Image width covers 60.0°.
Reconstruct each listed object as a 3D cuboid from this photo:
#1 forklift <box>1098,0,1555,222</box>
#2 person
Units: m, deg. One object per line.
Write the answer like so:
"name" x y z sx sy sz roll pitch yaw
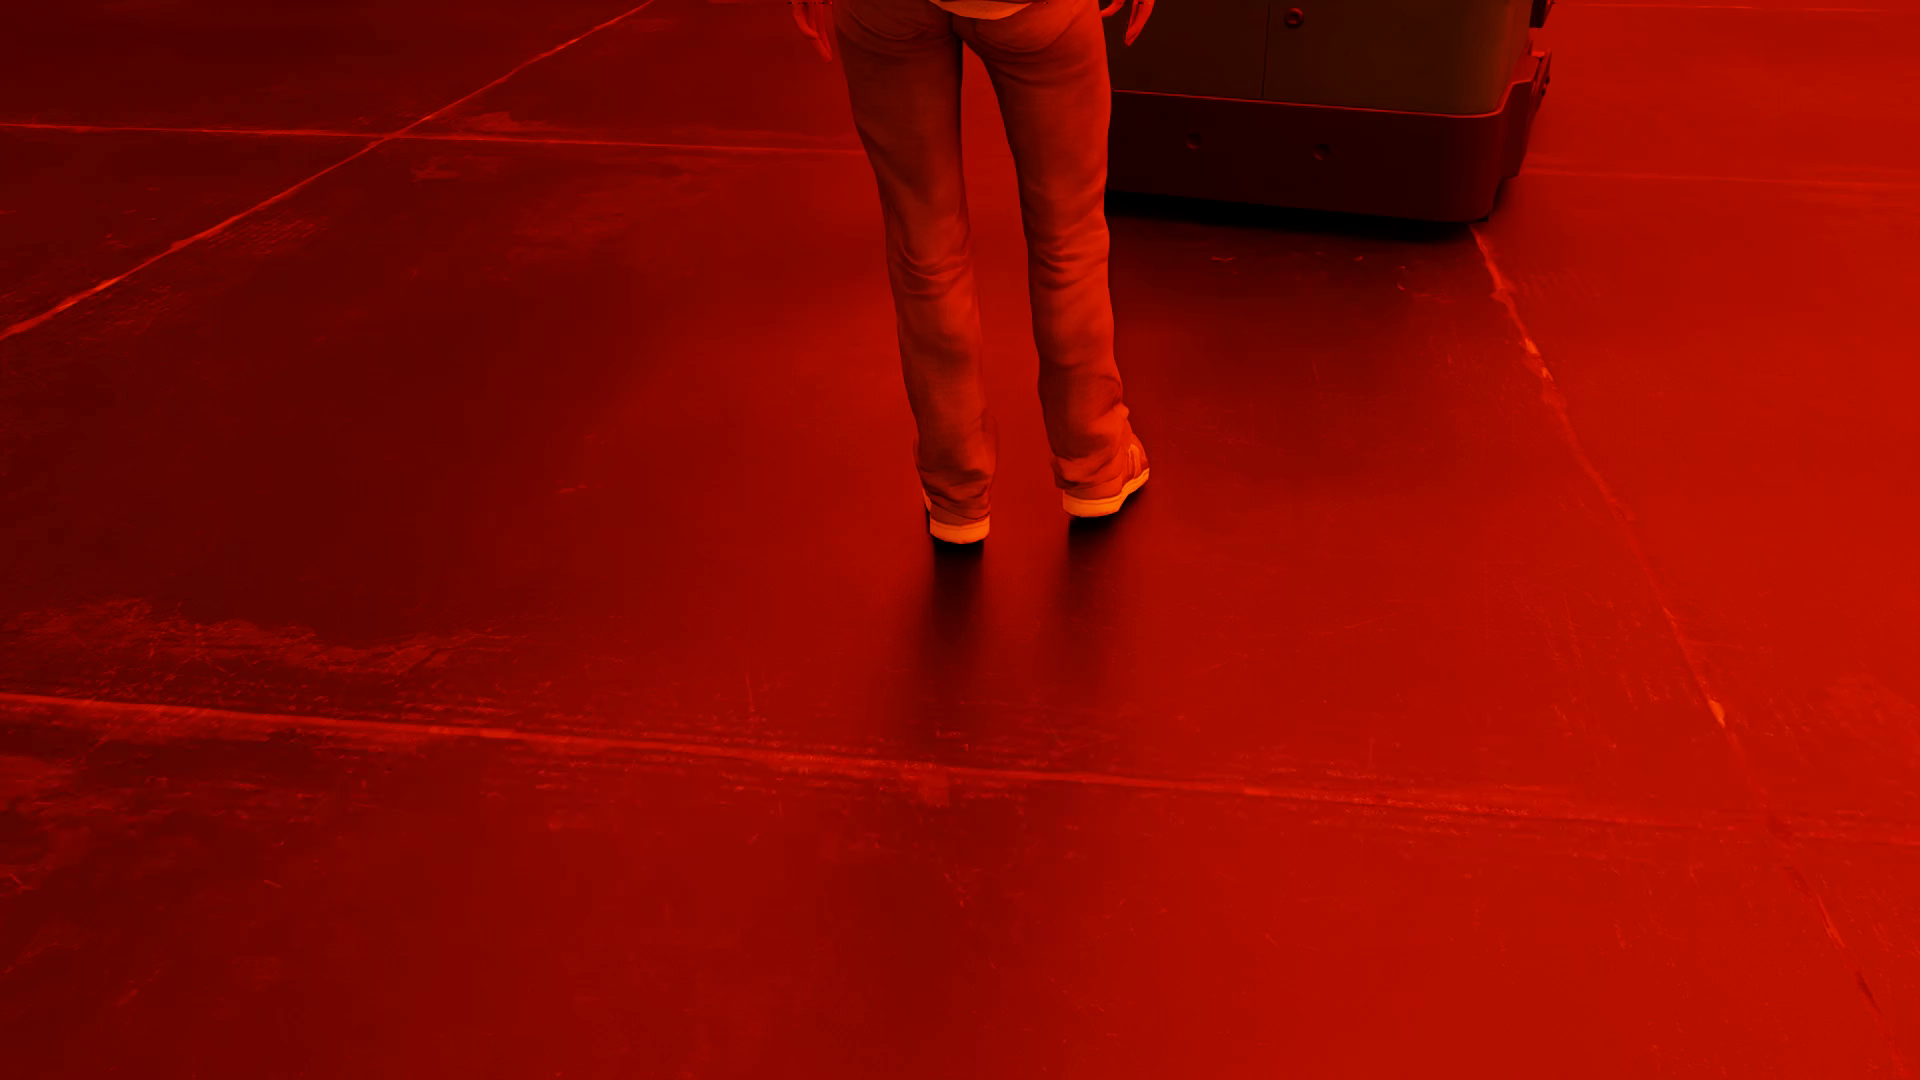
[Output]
"forklift" 1.235 -2.671 4.571 1.130 2.935 3.031 10 28 19
"person" 0.024 -0.753 2.205 0.521 1.599 0.473 3 27 7
